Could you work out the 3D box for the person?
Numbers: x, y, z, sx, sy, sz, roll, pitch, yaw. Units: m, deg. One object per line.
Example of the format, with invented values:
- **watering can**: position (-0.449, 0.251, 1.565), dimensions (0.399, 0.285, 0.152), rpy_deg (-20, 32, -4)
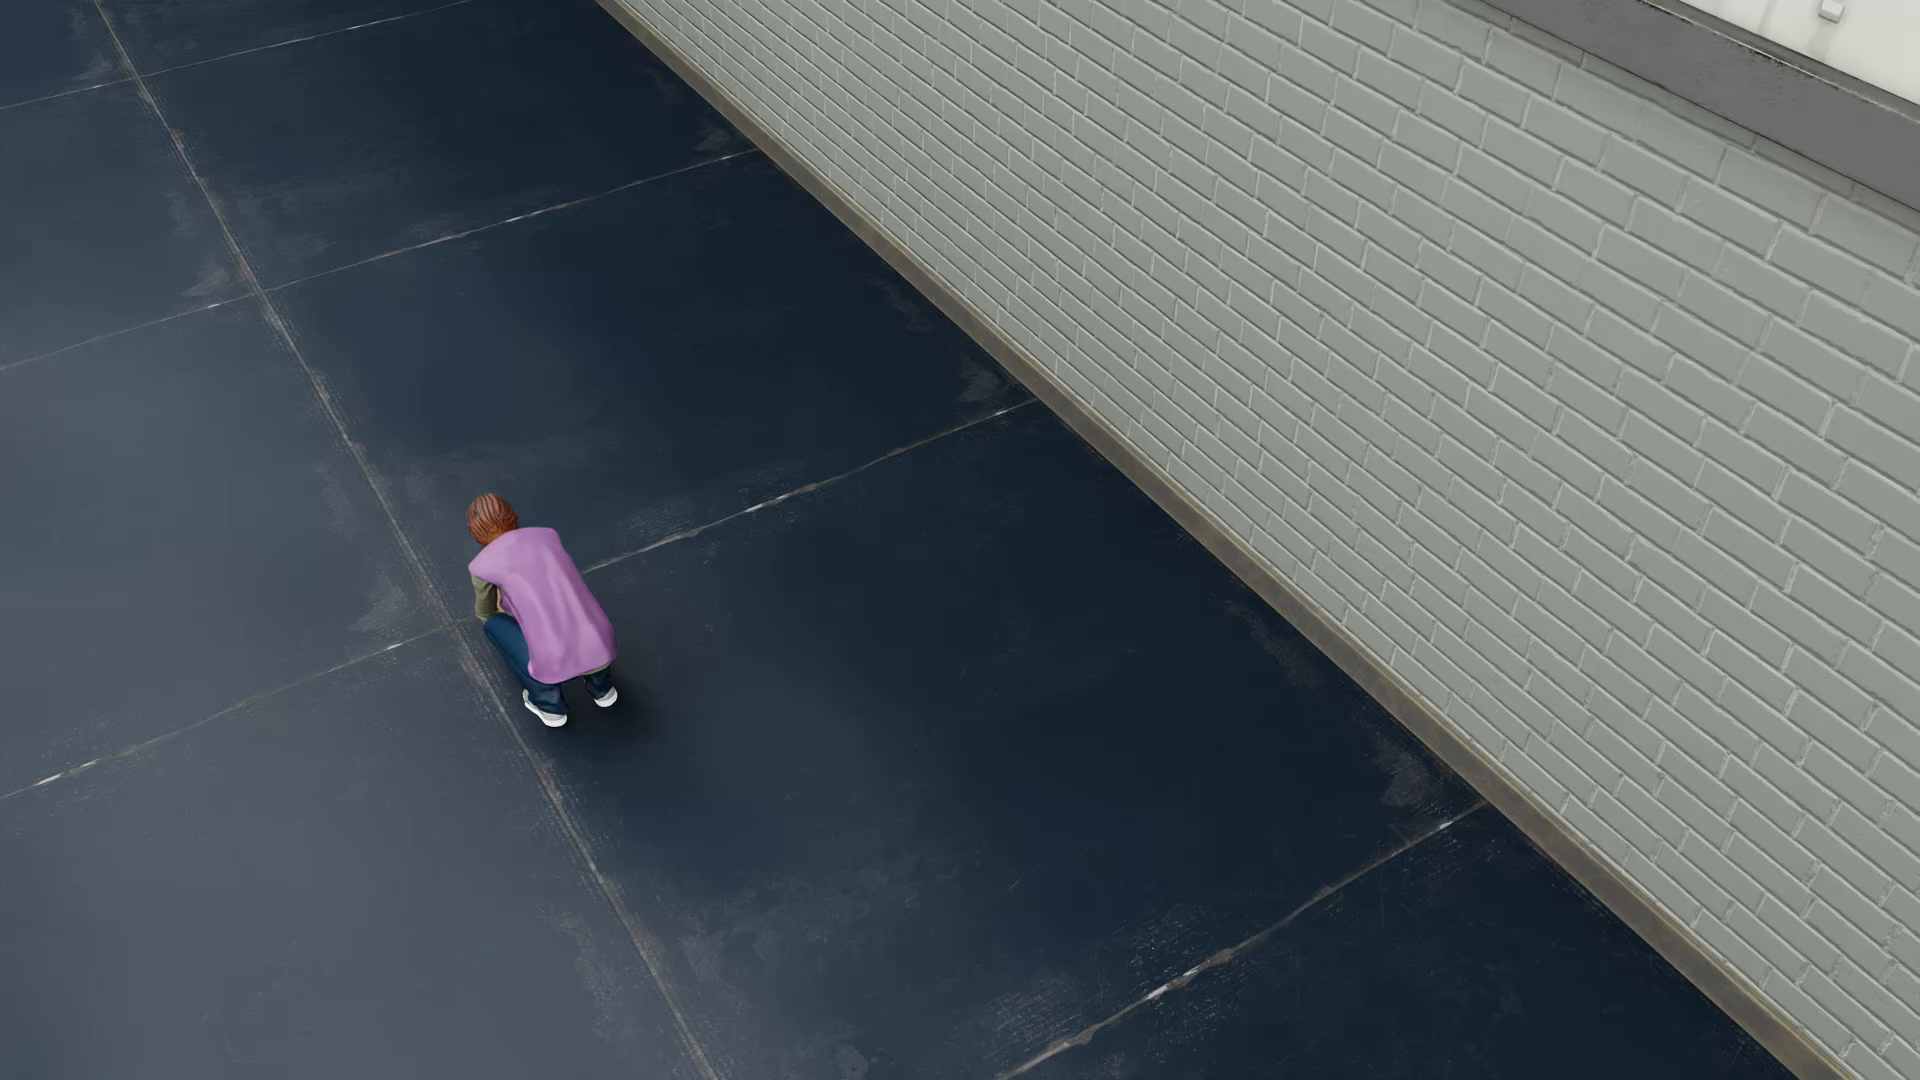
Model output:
- **person**: position (-1.626, 0.282, 6.482), dimensions (0.437, 0.764, 0.808), rpy_deg (-23, 46, -24)
